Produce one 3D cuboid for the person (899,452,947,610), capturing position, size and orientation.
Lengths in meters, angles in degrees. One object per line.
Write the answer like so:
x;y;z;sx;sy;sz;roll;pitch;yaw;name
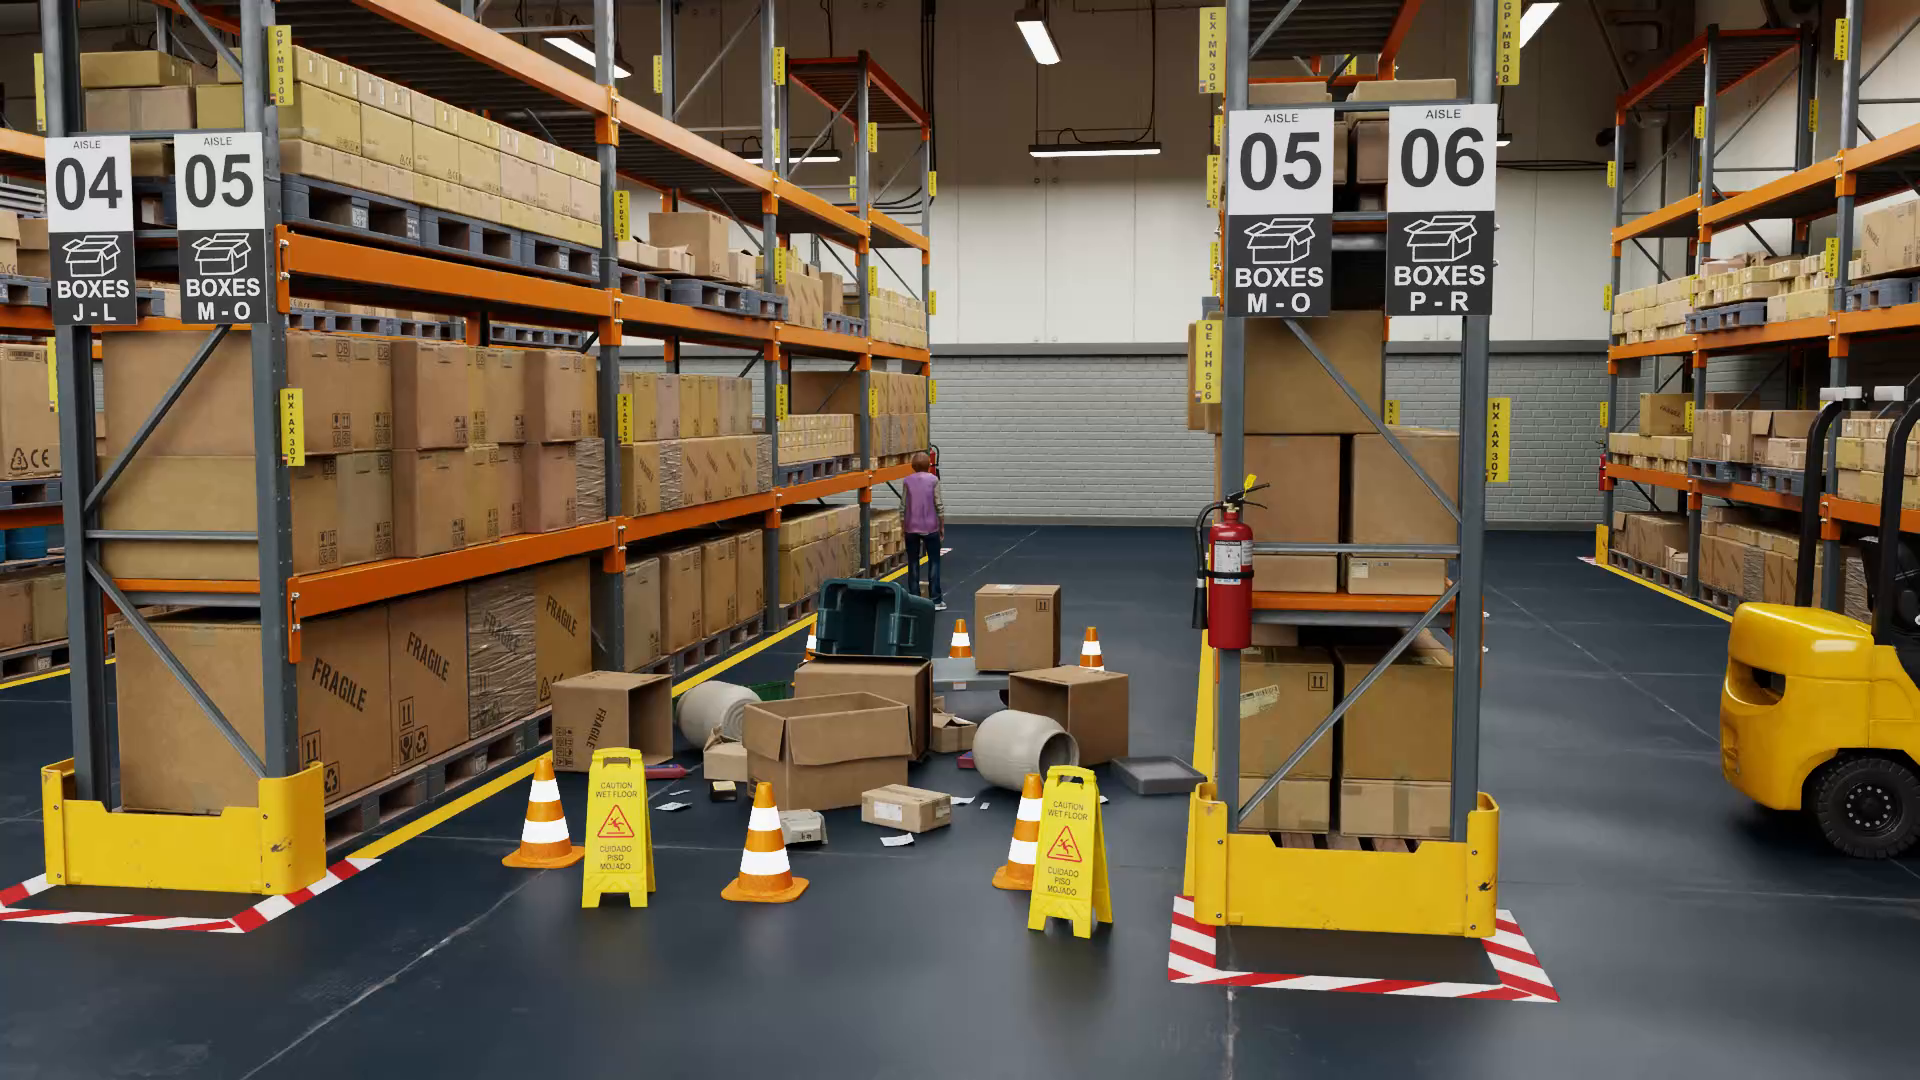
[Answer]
-0.377;-0.088;16.700;0.463;1.593;0.365;1;5;9;person
